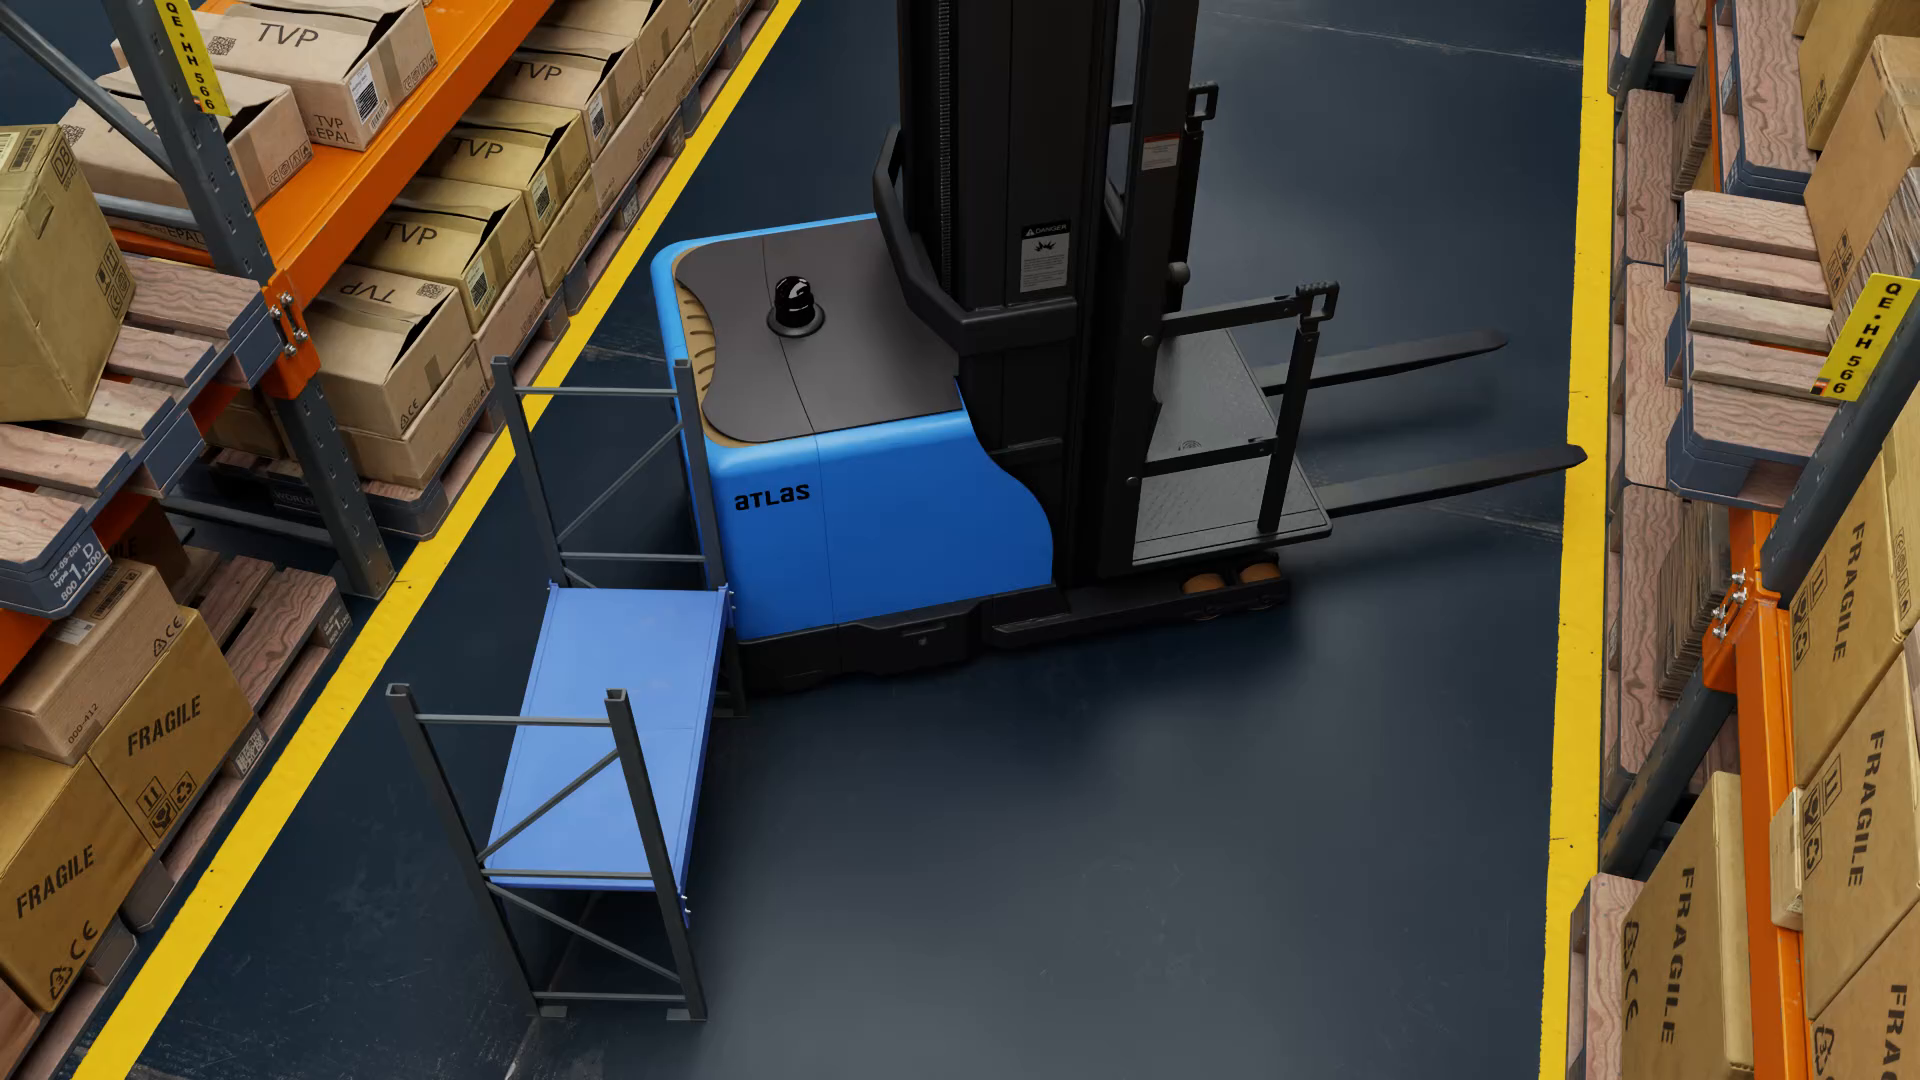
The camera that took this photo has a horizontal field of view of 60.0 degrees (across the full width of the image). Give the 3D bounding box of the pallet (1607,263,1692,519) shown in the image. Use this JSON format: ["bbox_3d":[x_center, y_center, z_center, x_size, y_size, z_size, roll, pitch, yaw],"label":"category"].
[{"bbox_3d":[2.903,-0.473,6.027,1.003,0.211,1.213,12,50,10],"label":"pallet"}]

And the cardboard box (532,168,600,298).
[{"bbox_3d":[-1.724,-1.217,6.377,0.500,0.250,0.500,10,49,9],"label":"cardboard box"}]

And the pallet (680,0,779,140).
[{"bbox_3d":[-1.511,-2.356,7.689,1.003,0.211,1.213,12,50,10],"label":"pallet"}]

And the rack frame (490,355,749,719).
[{"bbox_3d":[-0.920,0.051,4.704,0.500,1.500,0.032,1,49,1],"label":"rack frame"}]

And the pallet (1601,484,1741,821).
[{"bbox_3d":[2.580,0.407,5.250,1.003,0.211,1.213,12,50,10],"label":"pallet"}]

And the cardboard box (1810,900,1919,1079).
[{"bbox_3d":[1.719,0.947,2.635,0.500,0.500,0.500,11,50,10],"label":"cardboard box"}]

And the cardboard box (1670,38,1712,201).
[{"bbox_3d":[3.248,-1.627,6.559,0.700,0.500,0.500,13,50,11],"label":"cardboard box"}]

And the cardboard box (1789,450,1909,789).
[{"bbox_3d":[1.998,0.212,3.284,0.500,0.500,0.500,13,50,11],"label":"cardboard box"}]

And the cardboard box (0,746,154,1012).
[{"bbox_3d":[-2.564,0.853,4.371,0.500,0.500,0.500,10,49,9],"label":"cardboard box"}]

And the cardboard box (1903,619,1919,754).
[{"bbox_3d":[1.864,0.329,2.680,0.500,0.250,0.500,11,49,10],"label":"cardboard box"}]

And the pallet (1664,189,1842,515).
[{"bbox_3d":[2.457,-0.424,4.252,1.213,0.211,1.003,12,50,10],"label":"pallet"}]

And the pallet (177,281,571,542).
[{"bbox_3d":[-2.153,-0.591,6.131,1.003,0.211,1.213,12,50,10],"label":"pallet"}]

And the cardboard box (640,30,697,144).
[{"bbox_3d":[-1.453,-1.956,7.029,0.500,0.250,0.500,13,50,11],"label":"cardboard box"}]

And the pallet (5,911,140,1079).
[{"bbox_3d":[-2.964,1.409,4.366,1.003,0.211,1.213,12,50,10],"label":"pallet"}]

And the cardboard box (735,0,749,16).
[{"bbox_3d":[-1.184,-2.691,7.678,0.500,0.250,0.500,11,50,10],"label":"cardboard box"}]

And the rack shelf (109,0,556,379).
[{"bbox_3d":[-1.881,-2.135,6.113,1.077,0.370,4.000,12,50,10],"label":"rack shelf"}]

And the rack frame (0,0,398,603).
[{"bbox_3d":[-2.408,-0.926,4.567,1.000,3.000,0.127,12,50,10],"label":"rack frame"}]

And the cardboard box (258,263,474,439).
[{"bbox_3d":[-1.986,-0.662,5.513,0.500,0.311,0.500,13,50,11],"label":"cardboard box"}]

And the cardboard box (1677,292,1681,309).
[{"bbox_3d":[2.987,-0.882,5.902,0.700,0.500,0.500,12,50,10],"label":"cardboard box"}]

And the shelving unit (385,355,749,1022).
[{"bbox_3d":[-0.934,0.432,4.368,0.538,1.500,1.048,1,49,1],"label":"shelving unit"}]

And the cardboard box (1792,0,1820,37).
[{"bbox_3d":[2.961,-1.777,4.957,0.700,0.500,0.500,18,51,15],"label":"cardboard box"}]

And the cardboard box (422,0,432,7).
[{"bbox_3d":[-1.982,-2.176,5.603,0.500,0.500,0.500,9,49,8],"label":"cardboard box"}]

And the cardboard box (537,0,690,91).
[{"bbox_3d":[-1.449,-2.146,6.824,0.500,0.311,0.500,11,50,10],"label":"cardboard box"}]

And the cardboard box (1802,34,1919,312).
[{"bbox_3d":[2.607,-0.881,4.167,0.700,0.500,0.500,7,49,6],"label":"cardboard box"}]

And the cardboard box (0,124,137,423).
[{"bbox_3d":[-2.465,-0.620,3.950,0.700,0.500,0.500,-3,49,-3],"label":"cardboard box"}]

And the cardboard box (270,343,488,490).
[{"bbox_3d":[-1.986,-0.476,5.723,0.500,0.250,0.500,11,50,10],"label":"cardboard box"}]

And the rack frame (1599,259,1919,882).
[{"bbox_3d":[2.372,0.049,3.706,1.000,3.000,0.127,12,50,10],"label":"rack frame"}]

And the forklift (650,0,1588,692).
[{"bbox_3d":[0.606,-1.080,4.748,3.031,2.935,1.130,-10,49,-9],"label":"forklift"}]

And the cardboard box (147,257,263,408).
[{"bbox_3d":[-2.507,-0.768,5.607,0.500,0.311,0.500,13,50,11],"label":"cardboard box"}]

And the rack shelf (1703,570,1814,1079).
[{"bbox_3d":[1.846,1.733,2.699,1.077,0.370,4.000,12,50,10],"label":"rack shelf"}]

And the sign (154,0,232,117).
[{"bbox_3d":[-1.882,-1.183,4.074,0.100,0.325,0.005,12,50,10],"label":"sign"}]

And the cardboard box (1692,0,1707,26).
[{"bbox_3d":[3.537,-2.445,7.504,0.380,0.166,0.250,6,49,5],"label":"cardboard box"}]

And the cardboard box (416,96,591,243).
[{"bbox_3d":[-1.720,-1.412,6.175,0.500,0.311,0.500,10,49,9],"label":"cardboard box"}]

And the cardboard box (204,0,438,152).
[{"bbox_3d":[-1.985,-1.505,5.137,0.500,0.311,0.500,11,49,10],"label":"cardboard box"}]

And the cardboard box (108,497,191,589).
[{"bbox_3d":[-2.803,0.028,5.098,0.500,0.500,0.500,13,50,12],"label":"cardboard box"}]
